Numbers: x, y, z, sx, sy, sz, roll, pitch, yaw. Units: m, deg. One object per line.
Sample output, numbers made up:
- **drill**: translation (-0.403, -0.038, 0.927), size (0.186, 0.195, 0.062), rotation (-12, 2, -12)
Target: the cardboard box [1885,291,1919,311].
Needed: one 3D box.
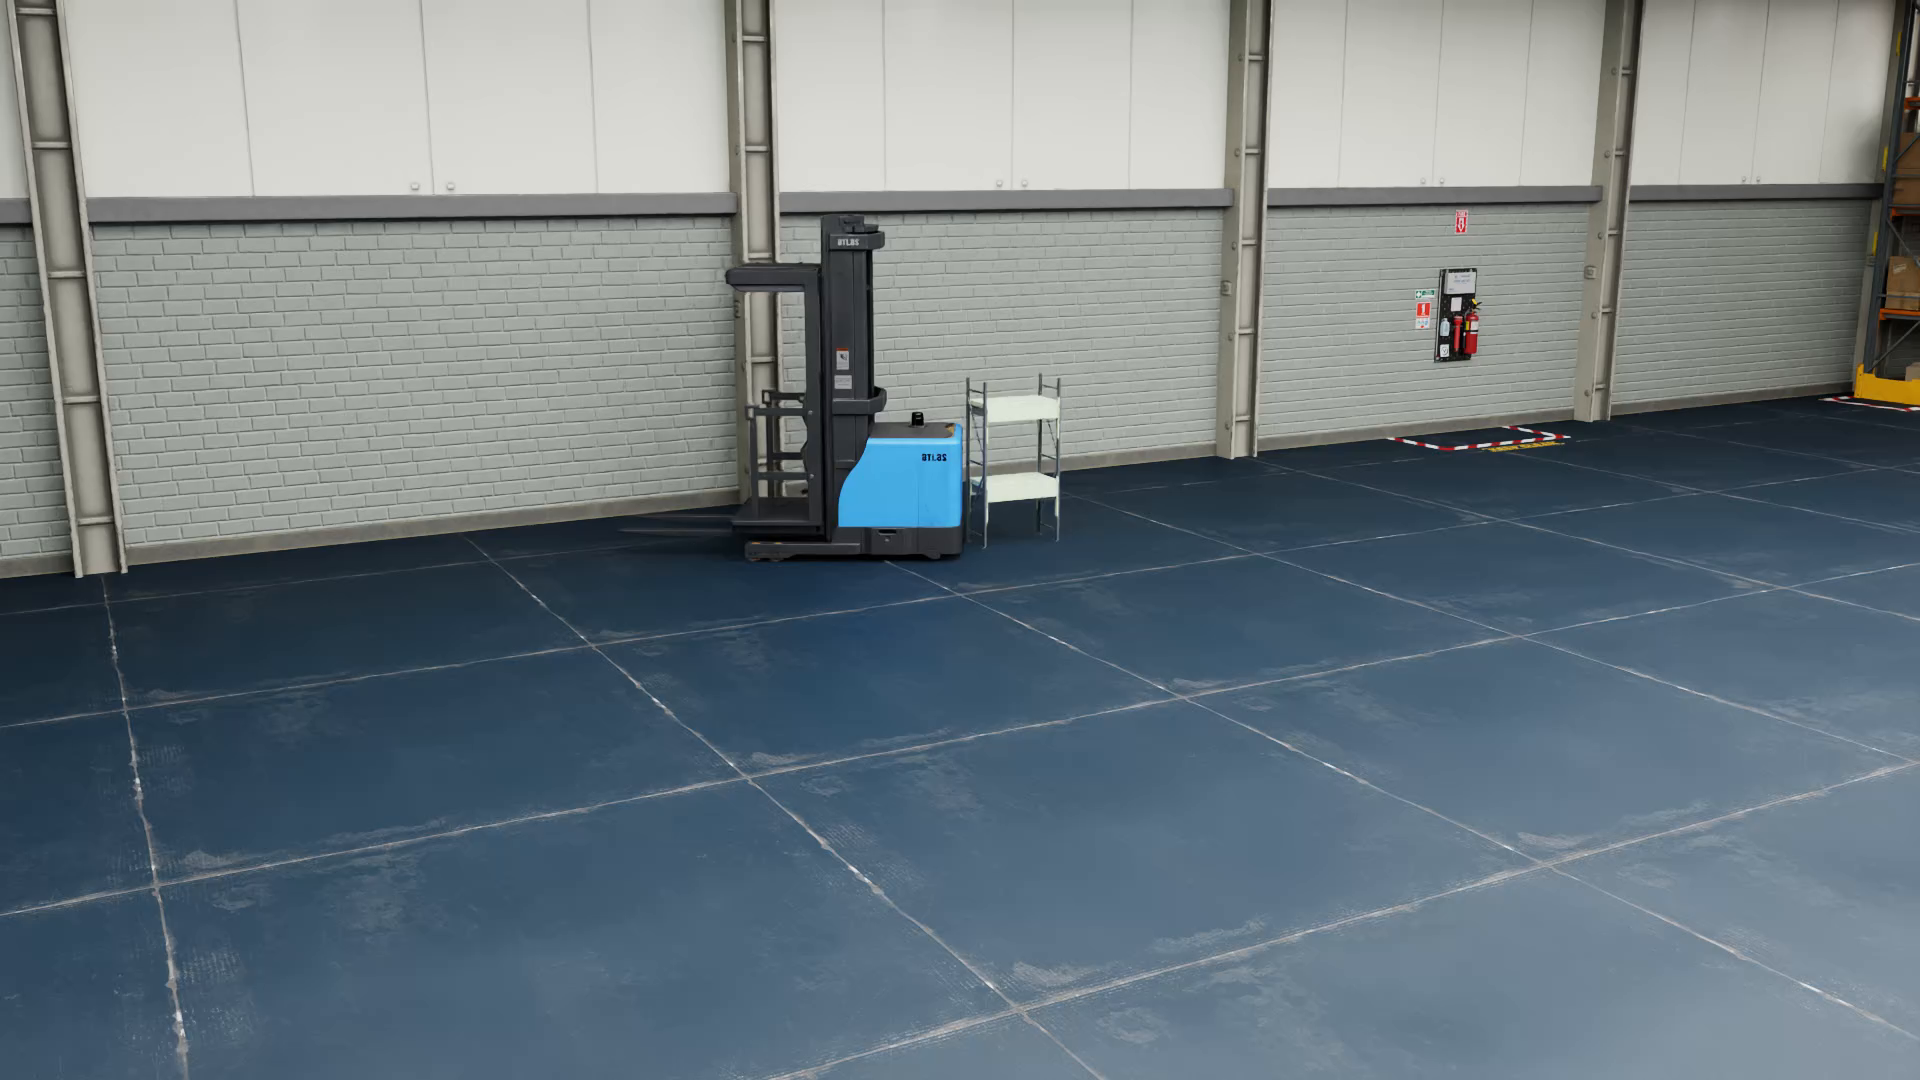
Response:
- **cardboard box**: translation (13.916, -3.506, 24.291), size (0.500, 0.250, 0.500), rotation (-7, 14, -27)

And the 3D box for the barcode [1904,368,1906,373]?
- **barcode**: translation (14.073, -2.524, 24.735), size (0.075, 0.075, 0.001), rotation (-7, 14, -28)

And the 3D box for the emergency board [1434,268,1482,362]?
- **emergency board**: translation (6.344, -2.839, 21.033), size (0.643, 1.169, 0.194), rotation (-7, 14, -28)

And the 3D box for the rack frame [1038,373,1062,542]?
- **rack frame**: translation (0.820, -0.755, 15.187), size (0.023, 1.500, 0.400), rotation (-6, 14, -24)

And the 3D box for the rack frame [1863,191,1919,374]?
- **rack frame**: translation (13.598, -3.482, 23.892), size (0.127, 3.000, 1.000), rotation (-7, 14, -28)

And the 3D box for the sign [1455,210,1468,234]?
- **sign**: translation (6.290, -3.988, 20.860), size (0.199, 0.298, 0.001), rotation (-7, 14, -28)

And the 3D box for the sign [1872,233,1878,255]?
- **sign**: translation (13.350, -4.311, 24.215), size (0.005, 0.325, 0.100), rotation (-7, 14, -28)

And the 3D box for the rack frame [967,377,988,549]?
- **rack frame**: translation (0.153, -0.688, 14.892), size (0.023, 1.500, 0.400), rotation (-6, 14, -24)

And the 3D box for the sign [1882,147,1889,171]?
- **sign**: translation (13.350, -5.487, 23.950), size (0.005, 0.325, 0.100), rotation (-7, 14, -28)

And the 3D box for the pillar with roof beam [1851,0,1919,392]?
- **pillar with roof beam**: translation (15.861, -5.820, 20.615), size (0.400, 9.000, 9.100), rotation (-7, 14, -28)

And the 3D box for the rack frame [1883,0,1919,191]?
- **rack frame**: translation (13.598, -6.409, 23.233), size (0.127, 3.000, 1.000), rotation (-7, 14, -28)

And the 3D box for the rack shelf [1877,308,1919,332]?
- **rack shelf**: translation (15.354, -3.342, 24.906), size (4.000, 0.370, 1.077), rotation (-7, 14, -28)

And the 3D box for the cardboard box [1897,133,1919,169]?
- **cardboard box**: translation (13.851, -5.588, 23.865), size (0.500, 0.500, 0.500), rotation (-6, 14, -25)

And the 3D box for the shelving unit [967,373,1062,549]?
- **shelving unit**: translation (0.487, -0.721, 15.040), size (0.755, 1.500, 0.431), rotation (-6, 14, -24)

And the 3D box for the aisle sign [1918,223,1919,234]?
- **aisle sign**: translation (13.679, -4.685, 23.316), size (0.004, 0.787, 0.394), rotation (-7, 14, -28)

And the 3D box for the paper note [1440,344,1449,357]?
- **paper note**: translation (6.156, -2.404, 21.106), size (0.142, 0.148, 0.016), rotation (-7, 14, -28)

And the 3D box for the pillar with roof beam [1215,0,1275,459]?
- **pillar with roof beam**: translation (5.328, -4.557, 15.005), size (0.400, 9.000, 9.100), rotation (-7, 14, -28)

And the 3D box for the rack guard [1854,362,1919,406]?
- **rack guard**: translation (13.665, -2.271, 24.202), size (0.348, 0.500, 1.175), rotation (-7, 14, -28)

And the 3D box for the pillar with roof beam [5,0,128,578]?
- **pillar with roof beam**: translation (-5.205, -3.295, 9.396), size (0.400, 9.000, 9.100), rotation (-7, 14, -28)

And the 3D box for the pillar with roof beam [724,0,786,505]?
- **pillar with roof beam**: translation (0.062, -3.926, 12.201), size (0.400, 9.000, 9.100), rotation (-7, 14, -28)

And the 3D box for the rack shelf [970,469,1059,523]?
- **rack shelf**: translation (0.487, -0.403, 15.111), size (0.720, 0.370, 0.431), rotation (-6, 14, -24)

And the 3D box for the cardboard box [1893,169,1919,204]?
- **cardboard box**: translation (13.843, -5.097, 23.961), size (0.500, 0.500, 0.500), rotation (-6, 14, -24)

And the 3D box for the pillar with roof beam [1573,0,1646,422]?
- **pillar with roof beam**: translation (10.594, -5.189, 17.810), size (0.400, 9.000, 9.100), rotation (-7, 14, -28)

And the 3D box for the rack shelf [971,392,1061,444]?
- **rack shelf**: translation (0.487, -1.102, 14.954), size (0.720, 0.370, 0.431), rotation (-6, 14, -24)

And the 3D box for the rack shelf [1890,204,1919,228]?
- **rack shelf**: translation (15.354, -4.805, 24.577), size (4.000, 0.370, 1.077), rotation (-7, 14, -28)

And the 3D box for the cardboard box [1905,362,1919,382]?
- **cardboard box**: translation (14.249, -2.441, 24.385), size (0.500, 0.311, 0.500), rotation (-9, 15, -34)

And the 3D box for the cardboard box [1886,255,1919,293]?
- **cardboard box**: translation (13.910, -3.875, 24.226), size (0.500, 0.500, 0.500), rotation (-7, 14, -28)

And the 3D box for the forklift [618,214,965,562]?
- **forklift**: translation (-1.481, -1.358, 14.608), size (3.031, 2.935, 1.130), rotation (0, 13, 1)

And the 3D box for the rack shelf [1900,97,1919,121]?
- **rack shelf**: translation (15.354, -6.267, 24.248), size (4.000, 0.370, 1.077), rotation (-7, 14, -28)

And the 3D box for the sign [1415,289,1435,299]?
- **sign**: translation (5.818, -3.075, 20.795), size (0.331, 0.109, 0.001), rotation (-7, 14, -28)

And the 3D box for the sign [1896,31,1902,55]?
- **sign**: translation (13.350, -7.051, 23.598), size (0.005, 0.325, 0.100), rotation (-7, 14, -28)

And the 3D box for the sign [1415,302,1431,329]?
- **sign**: translation (5.810, -2.818, 20.859), size (0.234, 0.329, 0.001), rotation (-7, 14, -28)
